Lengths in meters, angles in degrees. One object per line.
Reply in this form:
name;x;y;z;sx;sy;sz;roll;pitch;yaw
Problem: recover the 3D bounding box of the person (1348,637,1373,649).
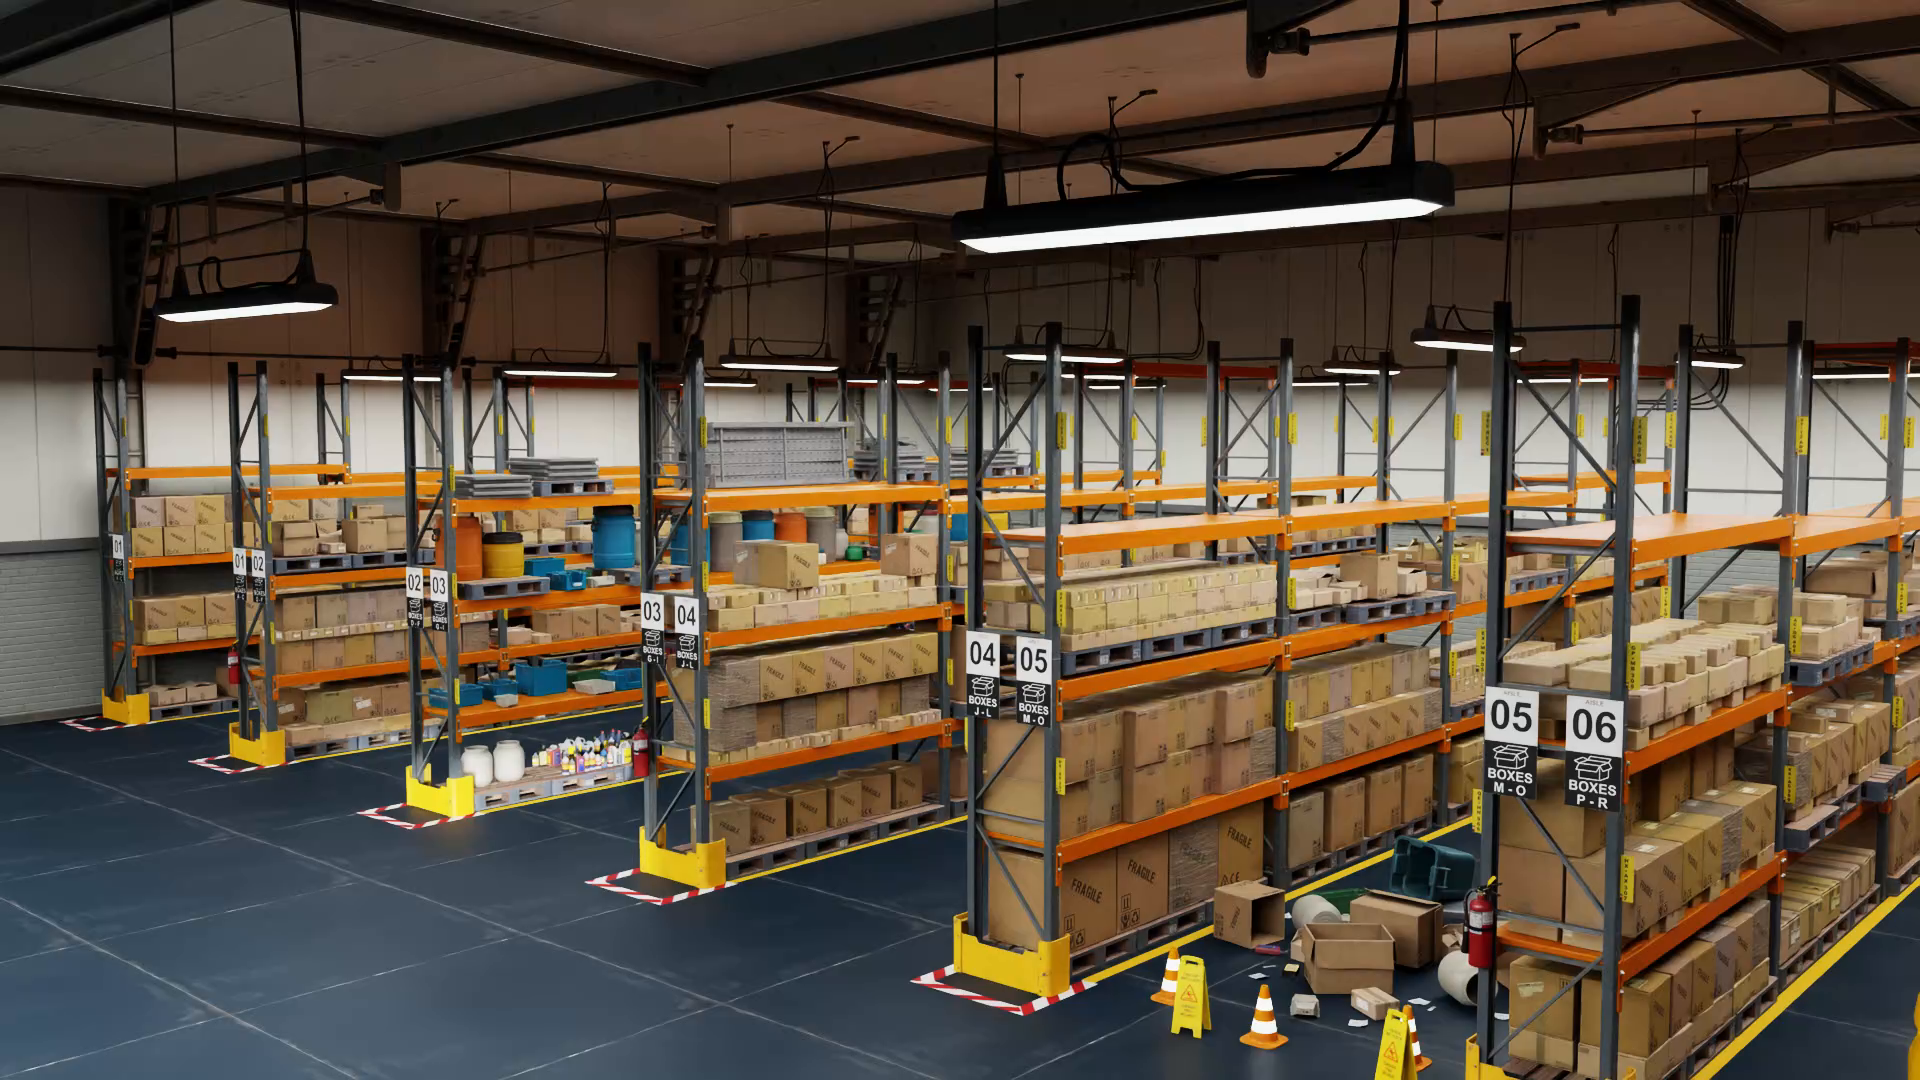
person;6.550;2.304;26.884;0.713;1.814;1.061;4;6;42
